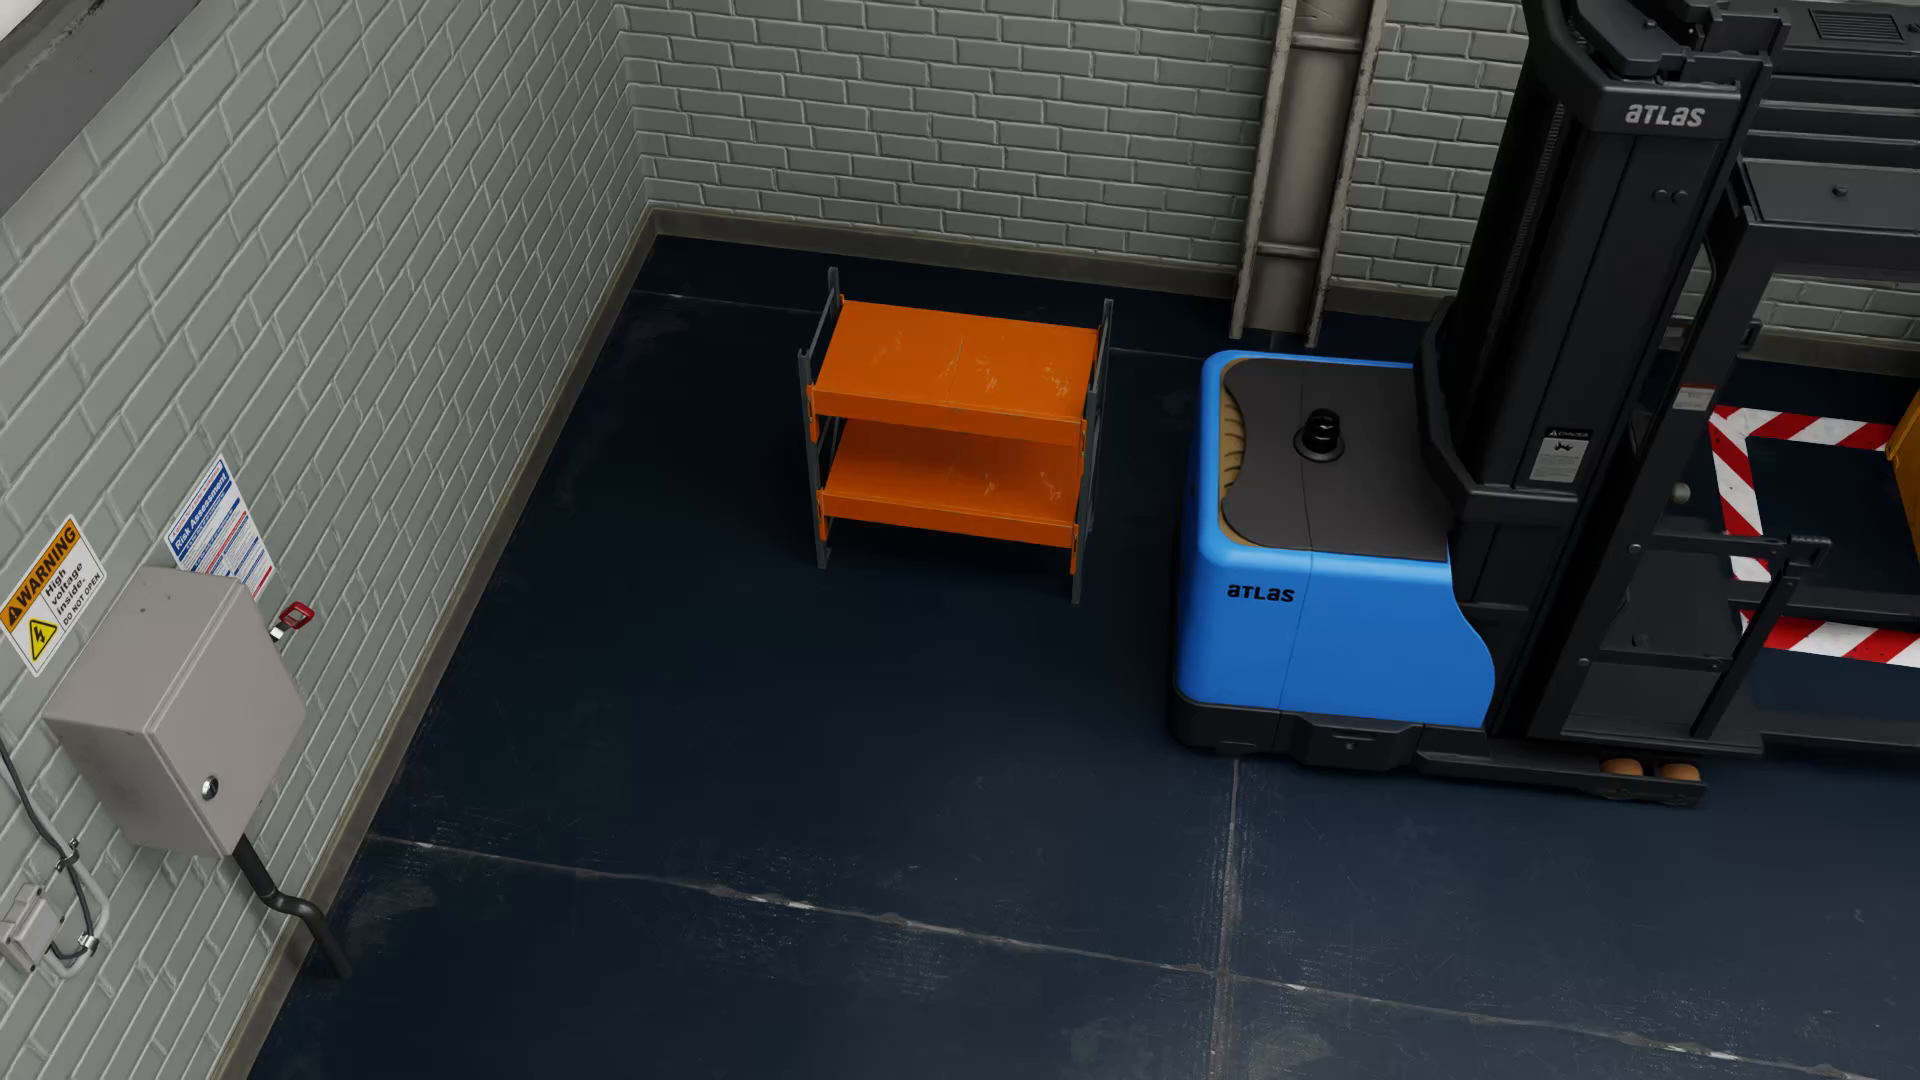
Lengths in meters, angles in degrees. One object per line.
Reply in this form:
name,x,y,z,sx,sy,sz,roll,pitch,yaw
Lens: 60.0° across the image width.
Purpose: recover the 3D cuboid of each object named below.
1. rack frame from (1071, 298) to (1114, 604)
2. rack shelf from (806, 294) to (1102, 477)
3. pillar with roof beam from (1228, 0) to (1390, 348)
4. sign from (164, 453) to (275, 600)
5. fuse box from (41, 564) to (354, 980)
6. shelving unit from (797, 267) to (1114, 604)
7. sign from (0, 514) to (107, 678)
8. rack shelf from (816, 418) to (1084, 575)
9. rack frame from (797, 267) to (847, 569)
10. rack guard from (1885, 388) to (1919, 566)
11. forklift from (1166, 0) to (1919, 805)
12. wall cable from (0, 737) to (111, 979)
rack frame,0.494,-0.310,6.244,0.032,1.125,0.500,8,49,7
rack shelf,-0.007,-0.572,6.087,1.000,0.278,0.538,8,49,7
pillar with roof beam,0.673,-0.860,1.445,0.400,9.000,9.100,8,49,7
sign,-2.099,0.040,4.734,0.001,0.494,0.329,8,49,7
fuse box,-1.983,0.827,4.828,0.414,1.711,0.539,8,49,7
shelving unit,-0.007,-0.377,6.304,1.048,1.125,0.538,8,49,7
sign,-2.197,0.134,4.030,0.001,0.242,0.339,8,49,7
rack shelf,-0.007,-0.213,6.486,1.000,0.278,0.538,8,49,7
rack frame,-0.507,-0.444,6.365,0.032,1.125,0.500,8,49,7
rack guard,4.006,-0.144,6.516,0.348,0.500,1.175,8,49,7
forklift,2.300,-0.463,5.167,3.031,2.935,1.130,5,48,4
wall cable,-2.260,0.536,3.541,0.122,1.984,0.588,8,49,7
